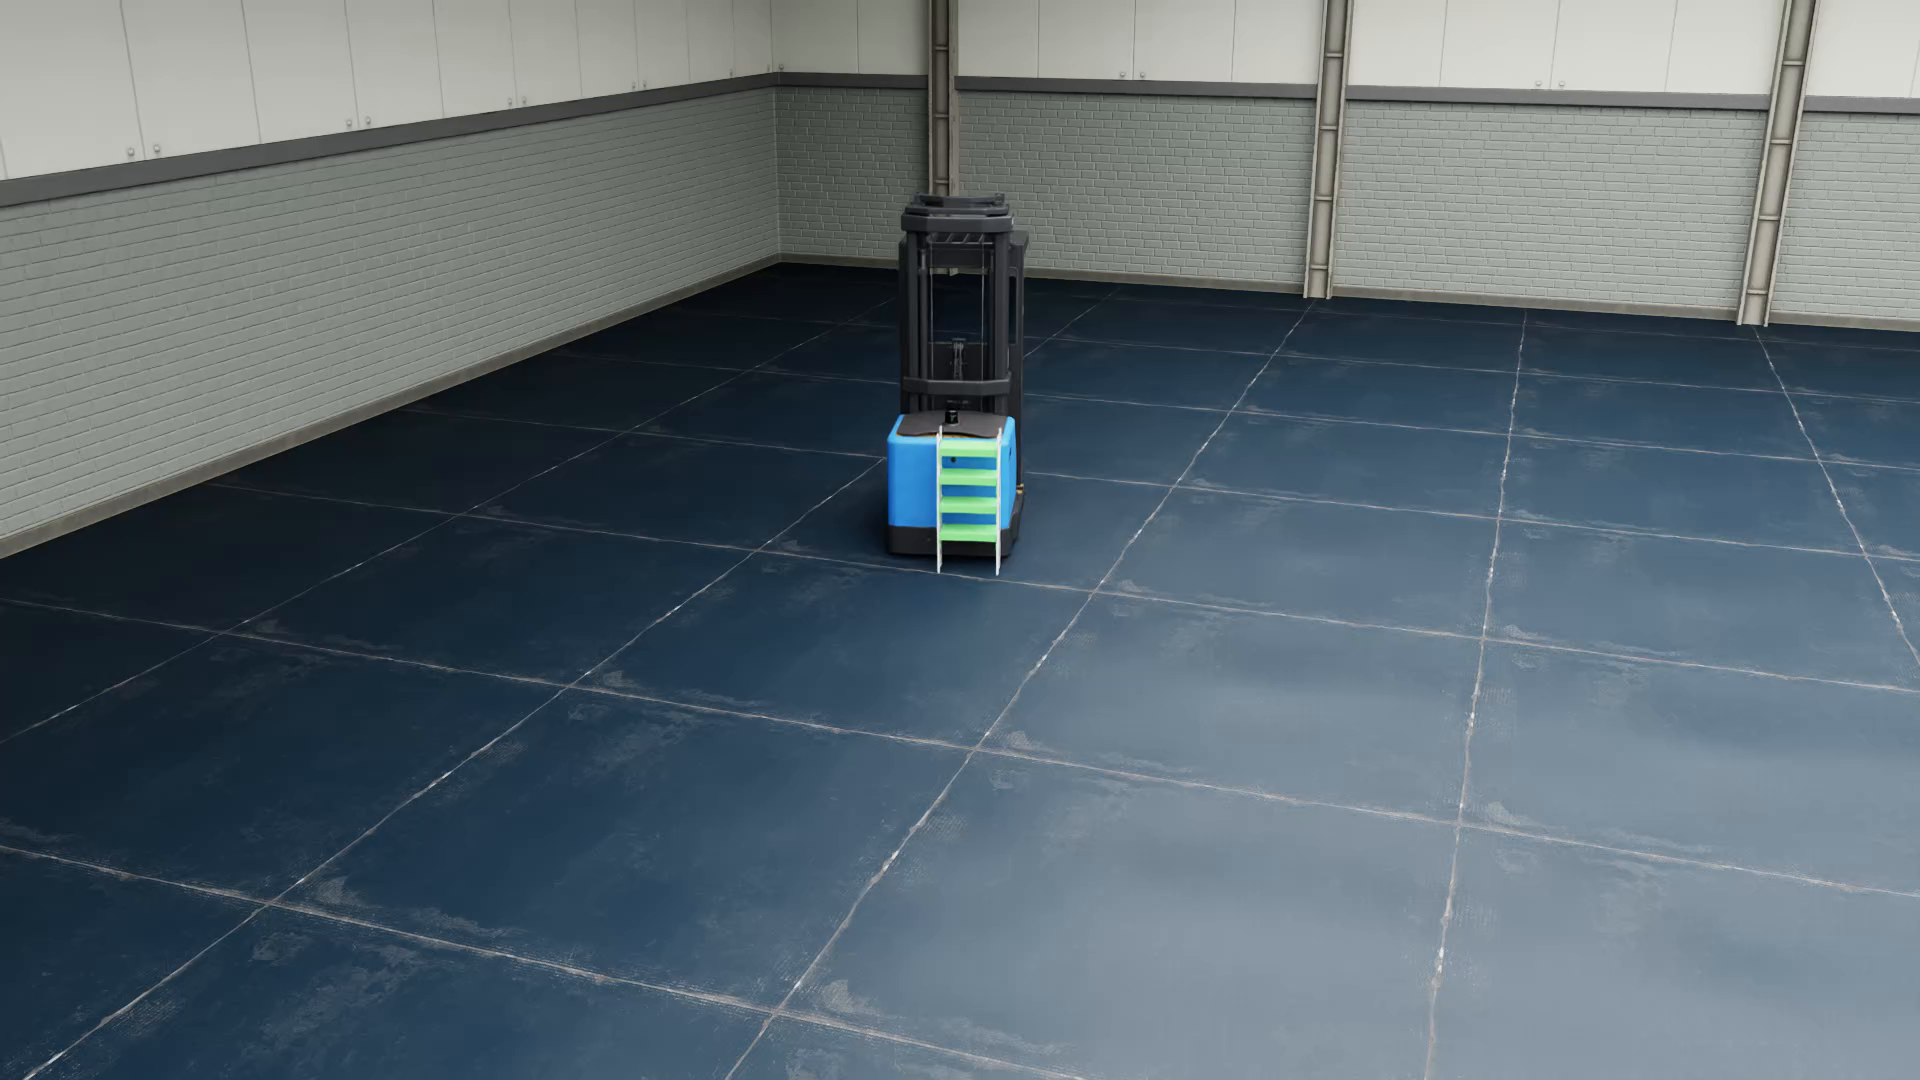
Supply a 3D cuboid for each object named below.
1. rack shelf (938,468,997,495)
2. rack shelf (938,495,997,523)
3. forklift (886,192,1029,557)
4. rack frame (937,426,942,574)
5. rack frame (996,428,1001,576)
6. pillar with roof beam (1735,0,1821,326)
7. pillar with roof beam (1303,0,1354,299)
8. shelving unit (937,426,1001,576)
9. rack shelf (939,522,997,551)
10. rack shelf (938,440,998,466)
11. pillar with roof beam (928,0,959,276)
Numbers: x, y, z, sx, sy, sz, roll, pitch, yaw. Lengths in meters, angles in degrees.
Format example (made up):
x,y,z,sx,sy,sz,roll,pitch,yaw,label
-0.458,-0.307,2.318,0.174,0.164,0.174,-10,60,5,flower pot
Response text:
x,y,z,sx,sy,sz,roll,pitch,yaw,label
0.074,-0.484,13.607,0.480,0.148,0.258,2,19,5,rack shelf
0.074,-0.257,13.686,0.480,0.148,0.258,2,19,5,rack shelf
0.036,-1.685,14.957,1.130,2.935,3.031,2,19,5,forklift
-0.169,-0.325,13.685,0.015,1.200,0.240,2,19,5,rack frame
0.317,-0.311,13.644,0.015,1.200,0.240,2,19,5,rack frame
9.663,-5.944,17.956,0.400,9.000,9.100,7,20,18,pillar with roof beam
3.995,-6.592,19.815,0.400,9.000,9.100,7,20,18,pillar with roof beam
0.074,-0.318,13.665,0.503,1.200,0.258,2,19,5,shelving unit
0.074,-0.031,13.765,0.480,0.148,0.258,2,19,5,rack shelf
0.074,-0.711,13.528,0.480,0.148,0.258,2,19,5,rack shelf
-1.673,-7.240,21.675,0.400,9.000,9.100,7,20,18,pillar with roof beam
